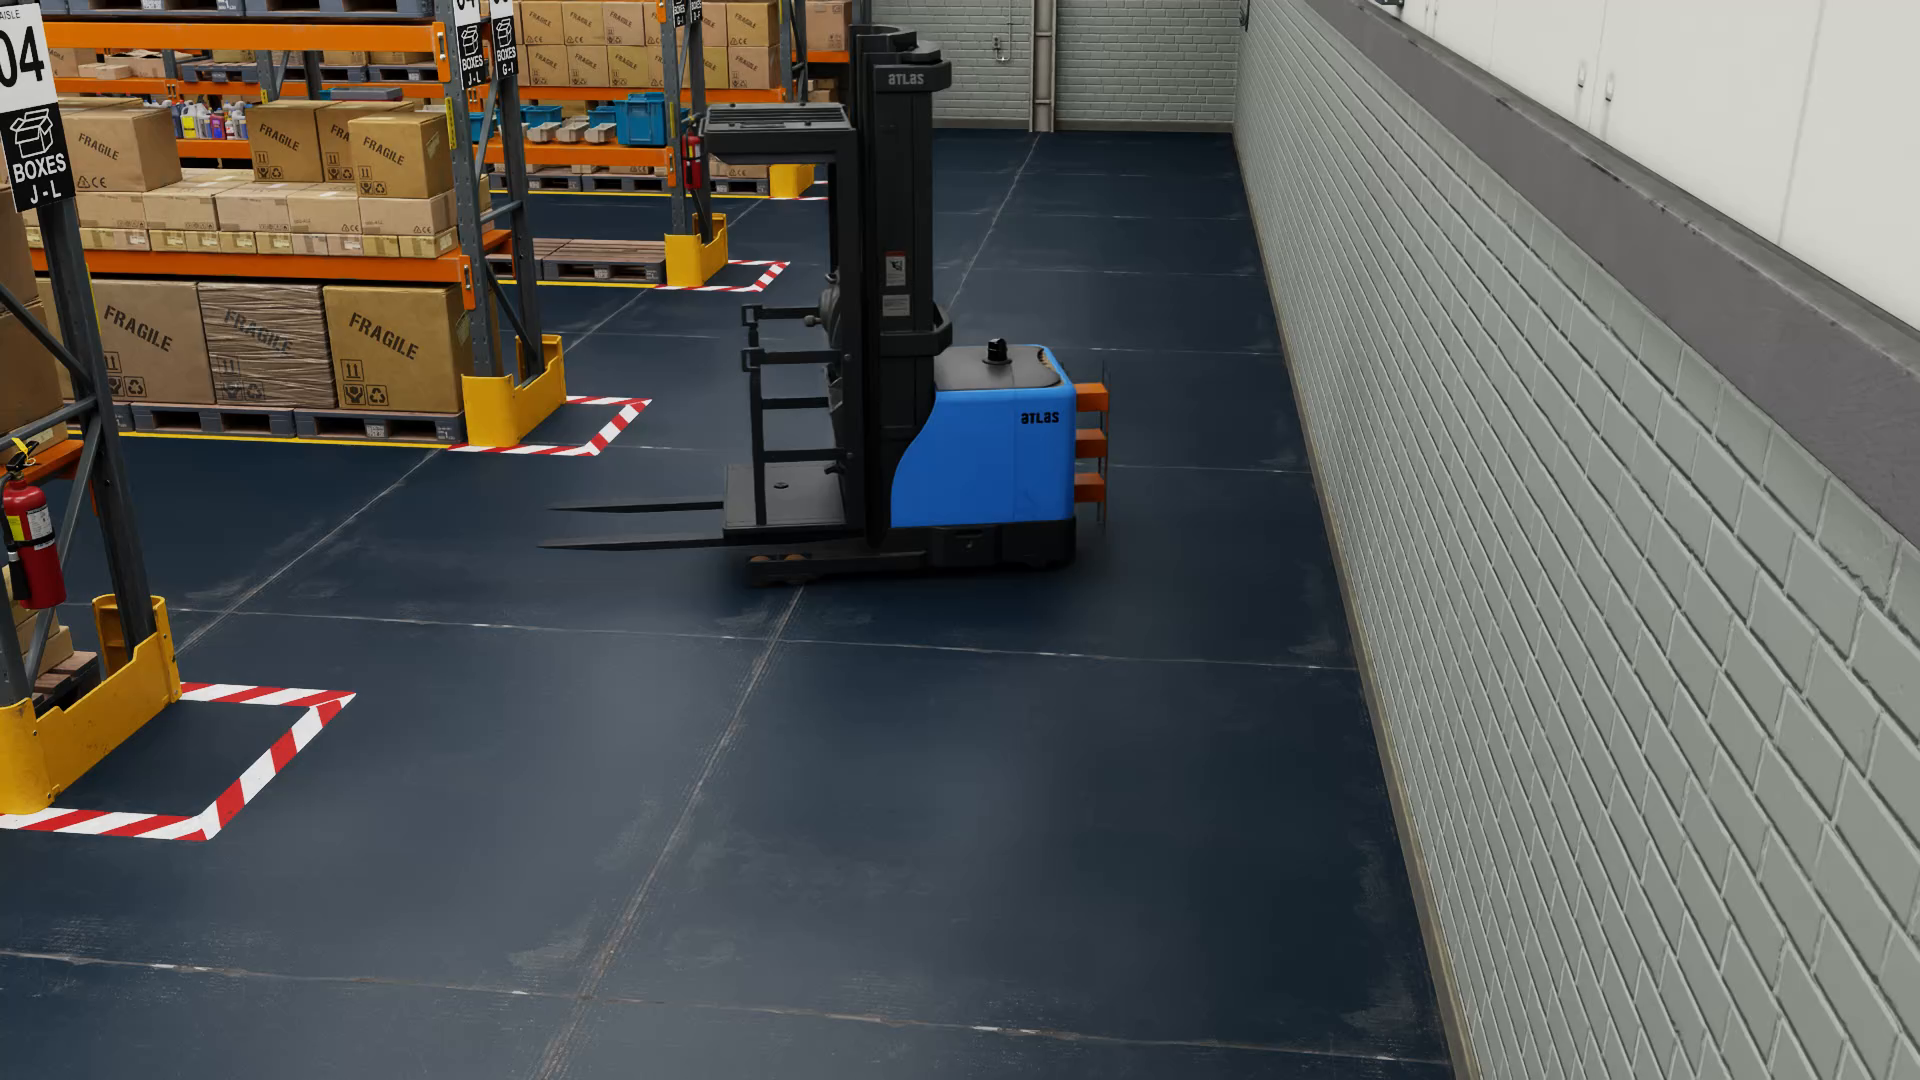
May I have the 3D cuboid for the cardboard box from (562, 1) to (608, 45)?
[{"bbox_3d":[-4.577,-6.391,20.529,0.500,0.500,0.500,2,22,5],"label":"cardboard box"}]

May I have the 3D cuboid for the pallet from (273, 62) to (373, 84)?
[{"bbox_3d":[-8.075,-6.048,21.420,1.213,0.211,1.003,2,22,6],"label":"pallet"}]

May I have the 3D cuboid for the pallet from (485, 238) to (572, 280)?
[{"bbox_3d":[-4.671,-2.872,16.918,1.213,0.211,1.003,2,22,6],"label":"pallet"}]

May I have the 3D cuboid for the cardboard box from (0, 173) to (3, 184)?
[{"bbox_3d":[-6.758,-2.733,11.554,0.500,0.500,0.500,2,22,6],"label":"cardboard box"}]

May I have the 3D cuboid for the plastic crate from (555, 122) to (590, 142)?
[{"bbox_3d":[-3.766,-3.958,16.148,0.243,0.136,0.396,2,22,6],"label":"plastic crate"}]

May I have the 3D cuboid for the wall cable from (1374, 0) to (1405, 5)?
[{"bbox_3d":[1.978,-5.040,6.073,0.120,5.999,2.277,2,22,6],"label":"wall cable"}]

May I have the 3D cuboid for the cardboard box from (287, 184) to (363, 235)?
[{"bbox_3d":[-4.248,-2.272,11.406,0.500,0.250,0.500,2,22,5],"label":"cardboard box"}]

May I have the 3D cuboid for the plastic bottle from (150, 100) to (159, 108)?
[{"bbox_3d":[-8.298,-4.403,17.172,0.097,0.271,0.097,0,22,0],"label":"plastic bottle"}]

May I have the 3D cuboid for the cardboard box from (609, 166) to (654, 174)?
[{"bbox_3d":[-4.168,-5.011,21.332,0.637,0.503,0.797,2,22,6],"label":"cardboard box"}]

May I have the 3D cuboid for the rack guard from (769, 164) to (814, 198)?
[{"bbox_3d":[-2.138,-4.715,21.185,0.348,0.500,1.175,2,22,6],"label":"rack guard"}]

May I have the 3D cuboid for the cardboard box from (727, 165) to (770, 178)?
[{"bbox_3d":[-2.631,-4.850,20.928,0.500,0.500,0.500,2,22,6],"label":"cardboard box"}]

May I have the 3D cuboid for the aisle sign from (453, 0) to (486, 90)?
[{"bbox_3d":[-3.196,-3.353,10.806,0.004,0.787,0.394,2,22,6],"label":"aisle sign"}]

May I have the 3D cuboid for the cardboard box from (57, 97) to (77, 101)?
[{"bbox_3d":[-6.716,-2.925,12.039,0.500,0.500,0.500,3,22,8],"label":"cardboard box"}]

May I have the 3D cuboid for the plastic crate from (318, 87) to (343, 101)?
[{"bbox_3d":[-6.117,-4.363,16.837,0.575,0.384,0.392,2,22,6],"label":"plastic crate"}]

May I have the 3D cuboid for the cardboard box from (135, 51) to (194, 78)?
[{"bbox_3d":[-10.363,-6.210,21.689,0.500,0.311,0.500,4,22,10],"label":"cardboard box"}]

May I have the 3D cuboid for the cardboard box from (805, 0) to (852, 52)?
[{"bbox_3d":[-1.991,-7.841,25.284,0.700,0.700,0.980,3,22,9],"label":"cardboard box"}]

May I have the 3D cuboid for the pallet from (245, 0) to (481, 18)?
[{"bbox_3d":[-3.970,-3.639,11.106,1.213,0.211,1.003,2,22,6],"label":"pallet"}]

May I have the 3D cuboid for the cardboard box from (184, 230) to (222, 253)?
[{"bbox_3d":[-5.142,-2.102,11.518,0.250,0.149,0.380,3,22,7],"label":"cardboard box"}]

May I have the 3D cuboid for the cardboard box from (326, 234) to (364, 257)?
[{"bbox_3d":[-4.133,-2.057,11.406,0.250,0.149,0.380,3,22,6],"label":"cardboard box"}]

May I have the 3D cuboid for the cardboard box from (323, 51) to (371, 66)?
[{"bbox_3d":[-7.796,-6.343,21.196,0.500,0.500,0.700,-3,22,-7],"label":"cardboard box"}]

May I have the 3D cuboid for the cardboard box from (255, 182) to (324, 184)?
[{"bbox_3d":[-4.692,-2.488,11.953,0.500,0.250,0.500,2,22,4],"label":"cardboard box"}]

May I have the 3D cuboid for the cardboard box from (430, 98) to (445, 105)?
[{"bbox_3d":[-7.843,-7.104,26.183,0.750,0.750,0.750,2,22,6],"label":"cardboard box"}]

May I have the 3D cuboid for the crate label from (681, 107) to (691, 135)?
[{"bbox_3d":[-2.855,-4.146,16.494,0.303,0.233,0.416,2,22,6],"label":"crate label"}]

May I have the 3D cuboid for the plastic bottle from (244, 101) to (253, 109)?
[{"bbox_3d":[-7.281,-4.359,17.060,0.097,0.271,0.097,0,22,0],"label":"plastic bottle"}]

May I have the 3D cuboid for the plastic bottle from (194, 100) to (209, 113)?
[{"bbox_3d":[-7.555,-4.189,16.522,0.185,0.351,0.144,2,22,6],"label":"plastic bottle"}]

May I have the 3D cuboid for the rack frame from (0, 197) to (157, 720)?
[{"bbox_3d":[-3.916,-0.451,7.000,0.127,3.000,1.000,2,22,6],"label":"rack frame"}]

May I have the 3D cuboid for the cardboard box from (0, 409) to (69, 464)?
[{"bbox_3d":[-4.199,-0.468,7.384,0.250,0.149,0.380,2,22,6],"label":"cardboard box"}]

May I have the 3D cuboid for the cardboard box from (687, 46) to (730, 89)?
[{"bbox_3d":[-3.055,-5.862,20.550,0.500,0.500,0.500,3,22,7],"label":"cardboard box"}]

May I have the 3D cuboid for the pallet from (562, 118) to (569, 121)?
[{"bbox_3d":[-6.230,-6.565,26.258,1.213,0.211,1.003,2,22,6],"label":"pallet"}]

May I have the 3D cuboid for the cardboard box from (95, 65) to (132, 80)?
[{"bbox_3d":[-10.932,-6.041,21.482,0.250,0.149,0.380,2,22,6],"label":"cardboard box"}]

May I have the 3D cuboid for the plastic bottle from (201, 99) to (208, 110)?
[{"bbox_3d":[-7.817,-4.394,17.134,0.133,0.283,0.061,2,22,6],"label":"plastic bottle"}]

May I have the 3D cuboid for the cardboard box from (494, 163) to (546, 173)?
[{"bbox_3d":[-5.643,-4.904,21.323,0.500,0.311,0.500,2,22,6],"label":"cardboard box"}]

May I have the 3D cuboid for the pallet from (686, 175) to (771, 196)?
[{"bbox_3d":[-2.930,-4.614,21.325,1.213,0.211,1.003,2,22,6],"label":"pallet"}]

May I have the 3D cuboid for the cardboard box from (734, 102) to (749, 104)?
[{"bbox_3d":[-3.186,-6.752,25.768,0.500,0.500,0.700,2,22,5],"label":"cardboard box"}]

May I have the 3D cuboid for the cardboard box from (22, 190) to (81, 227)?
[{"bbox_3d":[-6.275,-2.360,11.628,0.500,0.250,0.500,2,22,6],"label":"cardboard box"}]

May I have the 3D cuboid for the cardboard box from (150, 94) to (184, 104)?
[{"bbox_3d":[-12.667,-7.218,26.919,0.500,0.500,0.700,3,22,8],"label":"cardboard box"}]

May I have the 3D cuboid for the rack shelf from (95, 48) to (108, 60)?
[{"bbox_3d":[-15.386,-7.954,26.957,4.000,0.370,1.077,2,22,6],"label":"rack shelf"}]

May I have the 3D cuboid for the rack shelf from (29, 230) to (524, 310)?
[{"bbox_3d":[-5.218,-2.009,11.920,4.000,0.370,1.077,2,22,6],"label":"rack shelf"}]

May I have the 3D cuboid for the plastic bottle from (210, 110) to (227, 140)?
[{"bbox_3d":[-7.286,-4.077,16.330,0.133,0.283,0.061,2,22,6],"label":"plastic bottle"}]

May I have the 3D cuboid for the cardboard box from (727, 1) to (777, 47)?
[{"bbox_3d":[-2.537,-6.304,20.310,0.500,0.500,0.500,2,22,6],"label":"cardboard box"}]

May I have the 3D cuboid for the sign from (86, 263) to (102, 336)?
[{"bbox_3d":[-3.852,-1.051,7.342,0.005,0.325,0.100,2,22,6],"label":"sign"}]

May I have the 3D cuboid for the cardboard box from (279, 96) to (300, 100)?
[{"bbox_3d":[-10.646,-7.148,26.741,0.500,0.500,0.700,2,22,6],"label":"cardboard box"}]

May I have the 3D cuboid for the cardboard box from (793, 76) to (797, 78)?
[{"bbox_3d":[-2.545,-7.100,25.765,0.250,0.149,0.380,3,22,6],"label":"cardboard box"}]

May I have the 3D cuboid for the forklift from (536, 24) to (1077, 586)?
[{"bbox_3d":[-0.894,-1.310,9.267,3.031,2.935,1.130,-3,22,-6],"label":"forklift"}]

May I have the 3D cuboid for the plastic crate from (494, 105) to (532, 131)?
[{"bbox_3d":[-4.461,-4.216,16.671,0.300,0.233,0.416,2,22,6],"label":"plastic crate"}]

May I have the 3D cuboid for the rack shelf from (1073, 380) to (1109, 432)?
[{"bbox_3d":[0.732,-0.782,9.748,0.240,0.259,0.215,-3,22,-6],"label":"rack shelf"}]

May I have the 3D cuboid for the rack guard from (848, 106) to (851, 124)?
[{"bbox_3d":[-1.459,-6.519,25.749,0.348,0.500,1.175,2,22,6],"label":"rack guard"}]

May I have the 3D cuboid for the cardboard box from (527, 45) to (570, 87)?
[{"bbox_3d":[-5.052,-5.951,20.776,0.500,0.500,0.500,3,22,7],"label":"cardboard box"}]

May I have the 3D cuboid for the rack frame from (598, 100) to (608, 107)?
[{"bbox_3d":[-5.455,-7.856,25.730,0.127,3.000,1.000,2,22,6],"label":"rack frame"}]

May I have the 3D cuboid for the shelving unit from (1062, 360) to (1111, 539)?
[{"bbox_3d":[0.732,-0.528,9.848,0.252,1.050,0.215,-3,22,-6],"label":"shelving unit"}]

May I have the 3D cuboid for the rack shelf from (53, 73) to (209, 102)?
[{"bbox_3d":[-11.993,-5.972,21.944,4.000,0.370,1.077,2,22,6],"label":"rack shelf"}]

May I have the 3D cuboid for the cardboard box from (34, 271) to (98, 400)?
[{"bbox_3d":[-6.558,-1.580,12.174,0.875,0.875,0.875,2,22,6],"label":"cardboard box"}]

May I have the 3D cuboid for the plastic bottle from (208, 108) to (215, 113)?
[{"bbox_3d":[-7.705,-4.345,17.119,0.097,0.201,0.097,0,22,0],"label":"plastic bottle"}]

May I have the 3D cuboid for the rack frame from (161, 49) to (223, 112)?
[{"bbox_3d":[-10.007,-6.220,21.593,0.127,3.000,1.000,2,22,6],"label":"rack frame"}]
